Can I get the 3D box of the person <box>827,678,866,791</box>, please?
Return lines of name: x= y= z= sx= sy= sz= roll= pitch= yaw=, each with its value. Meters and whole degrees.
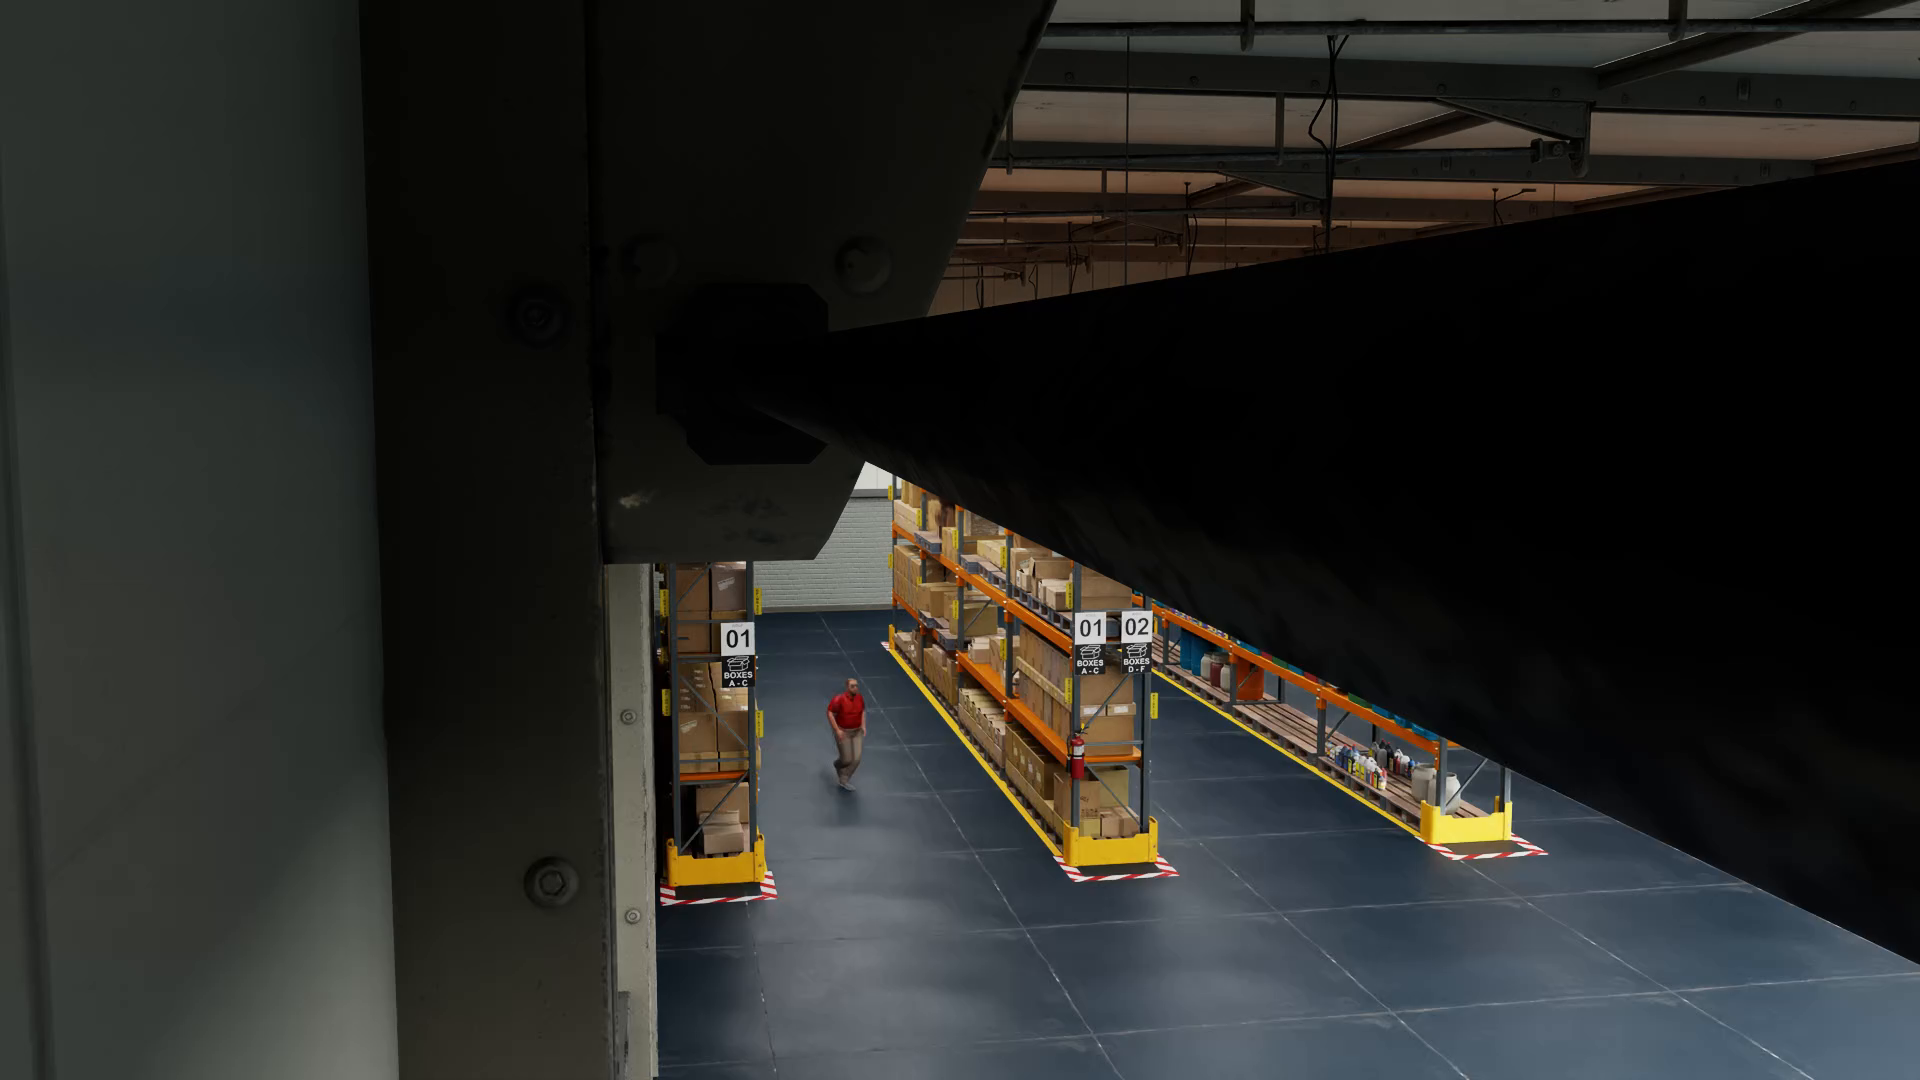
person: x=-1.691 y=2.853 z=24.634 sx=0.660 sy=1.671 sz=0.572 roll=-4 pitch=7 yaw=-32
